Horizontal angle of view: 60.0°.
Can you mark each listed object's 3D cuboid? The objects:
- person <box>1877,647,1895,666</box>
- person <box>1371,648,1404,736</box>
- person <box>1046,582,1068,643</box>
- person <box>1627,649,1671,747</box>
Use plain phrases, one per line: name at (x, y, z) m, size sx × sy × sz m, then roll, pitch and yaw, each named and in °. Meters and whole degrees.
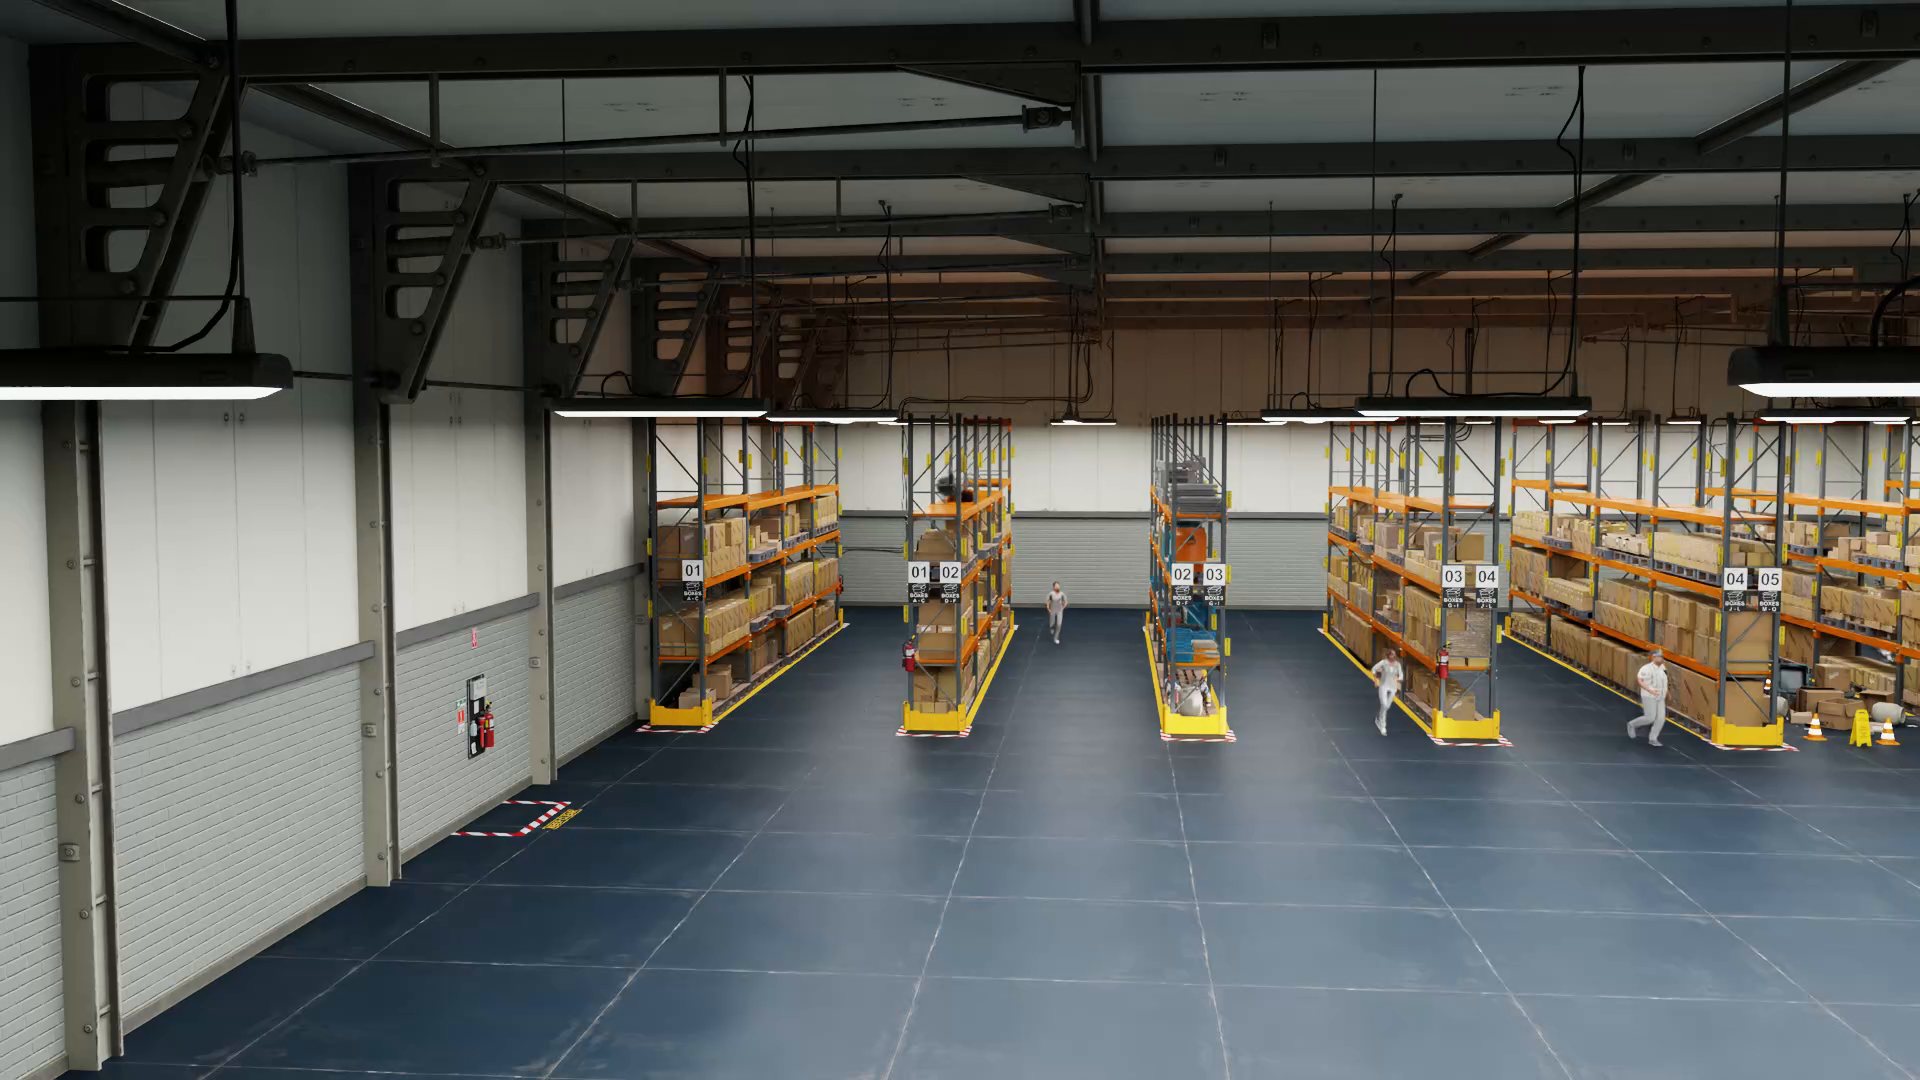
person at (21.687, 2.242, 38.760) m, size 0.651 × 1.747 × 0.681 m, roll 0°, pitch 4°, yaw 5°
person at (8.057, 2.844, 31.331) m, size 0.551 × 1.637 × 0.740 m, roll 0°, pitch 4°, yaw -4°
person at (2.588, 1.931, 44.505) m, size 0.582 × 1.619 × 0.643 m, roll 0°, pitch 4°, yaw 2°
person at (12.573, 2.829, 30.169) m, size 0.705 × 1.742 × 0.718 m, roll -2°, pitch 4°, yaw -26°
